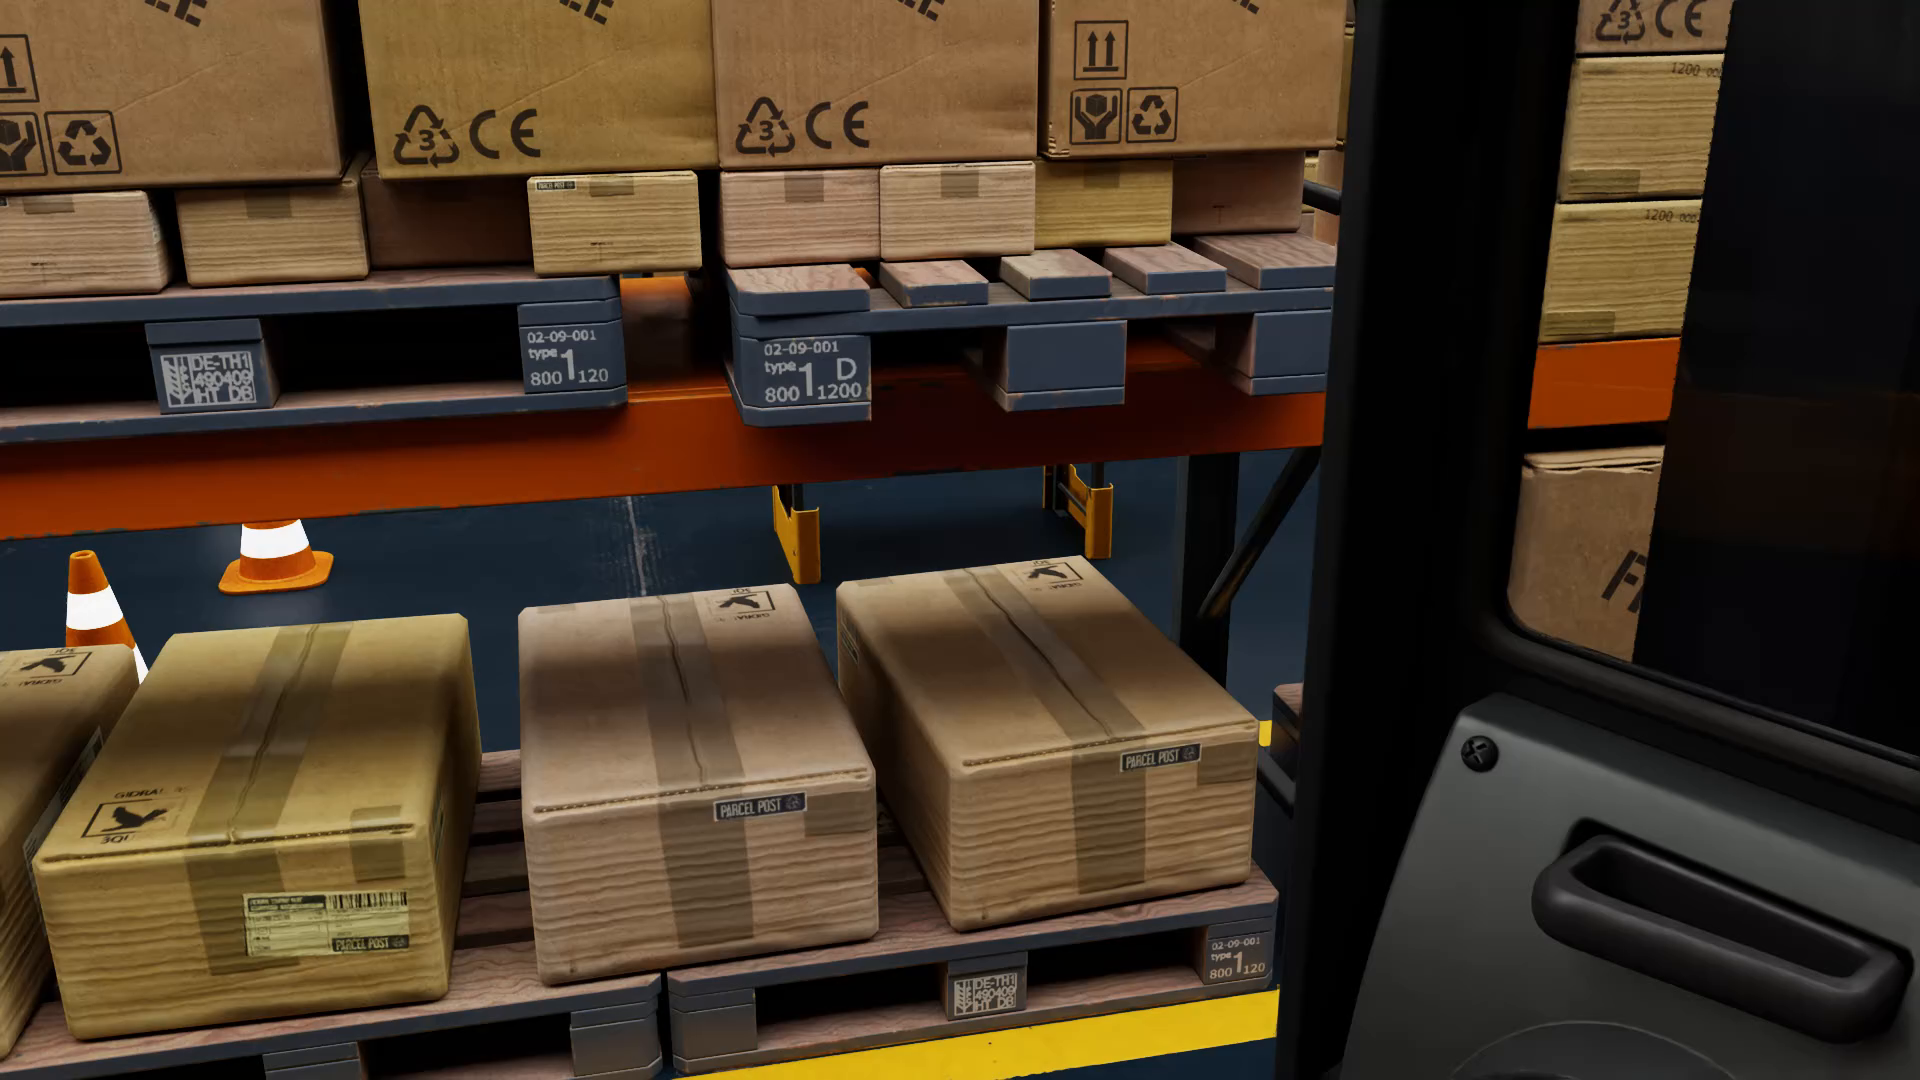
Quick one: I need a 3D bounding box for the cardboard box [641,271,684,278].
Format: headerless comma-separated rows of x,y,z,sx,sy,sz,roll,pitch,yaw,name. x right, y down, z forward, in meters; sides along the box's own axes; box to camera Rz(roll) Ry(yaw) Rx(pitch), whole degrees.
-1.152,-1.458,8.094,0.750,0.750,1.050,-5,21,-13,cardboard box

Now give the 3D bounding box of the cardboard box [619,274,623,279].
-2.002,-1.388,7.902,0.750,0.750,1.050,-4,21,-12,cardboard box

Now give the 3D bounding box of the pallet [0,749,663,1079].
-1.247,0.780,3.379,1.213,0.211,1.003,-5,21,-12,pallet

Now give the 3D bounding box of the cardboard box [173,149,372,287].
-1.056,-0.512,2.605,0.250,0.149,0.380,-5,21,-14,cardboard box

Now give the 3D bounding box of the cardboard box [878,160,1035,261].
-0.046,-0.580,2.793,0.250,0.149,0.380,-5,21,-13,cardboard box

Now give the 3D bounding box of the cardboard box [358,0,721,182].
-0.672,-0.856,2.602,0.500,0.500,0.500,-6,21,-16,cardboard box

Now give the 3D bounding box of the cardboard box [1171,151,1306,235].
0.434,-0.661,3.012,0.250,0.149,0.380,-4,20,-10,cardboard box

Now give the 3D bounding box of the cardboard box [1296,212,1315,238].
1.692,-1.453,8.443,0.500,0.500,0.500,-5,21,-14,cardboard box

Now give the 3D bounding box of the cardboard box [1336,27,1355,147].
1.111,-0.974,3.604,0.500,0.250,0.500,-5,21,-13,cardboard box

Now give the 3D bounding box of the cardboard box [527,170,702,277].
-0.557,-0.537,2.673,0.250,0.149,0.380,-4,21,-12,cardboard box

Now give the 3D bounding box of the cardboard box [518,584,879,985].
-0.570,0.453,3.427,0.625,0.372,0.950,-5,21,-14,cardboard box

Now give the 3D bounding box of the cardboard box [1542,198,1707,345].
1.233,-0.570,3.229,0.500,0.250,0.500,-5,21,-13,cardboard box

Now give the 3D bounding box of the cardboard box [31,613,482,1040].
-1.309,0.511,3.268,0.625,0.372,0.950,-4,20,-11,cardboard box

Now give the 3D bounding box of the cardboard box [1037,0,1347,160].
0.320,-0.941,2.834,0.500,0.500,0.500,-5,21,-14,cardboard box

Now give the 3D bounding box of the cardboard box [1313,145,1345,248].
1.131,-0.743,3.699,0.500,0.250,0.500,-5,21,-14,cardboard box

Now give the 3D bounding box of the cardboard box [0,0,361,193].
-1.203,-0.813,2.485,0.500,0.500,0.500,-6,21,-15,cardboard box

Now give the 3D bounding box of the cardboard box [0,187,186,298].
-1.309,-0.481,2.521,0.250,0.149,0.380,-4,20,-10,cardboard box

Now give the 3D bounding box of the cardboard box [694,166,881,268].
-0.292,-0.563,2.746,0.250,0.149,0.380,-6,21,-15,cardboard box

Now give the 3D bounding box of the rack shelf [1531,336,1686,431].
2.645,-0.507,3.883,4.000,0.370,1.077,-5,21,-12,rack shelf

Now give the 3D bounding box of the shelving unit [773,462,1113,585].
-0.074,-0.698,5.540,1.083,1.500,0.587,-5,21,-12,shelving unit

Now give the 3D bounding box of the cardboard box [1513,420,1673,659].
1.390,0.087,3.694,0.875,0.875,0.875,-5,21,-13,cardboard box

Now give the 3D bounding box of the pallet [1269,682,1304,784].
1.483,0.586,3.908,1.213,0.211,1.003,-5,21,-12,pallet

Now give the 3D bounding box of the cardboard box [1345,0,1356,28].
1.141,-1.331,3.489,0.500,0.500,0.500,-5,21,-14,cardboard box

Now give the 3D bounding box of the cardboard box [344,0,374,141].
-1.302,-0.987,2.960,0.500,0.500,0.500,-5,21,-15,cardboard box

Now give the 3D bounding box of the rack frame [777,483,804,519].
-0.578,-0.657,5.428,0.032,1.500,0.500,-5,21,-12,rack frame

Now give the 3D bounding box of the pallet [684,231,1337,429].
0.029,-0.504,3.109,1.003,0.211,1.213,-5,21,-12,pallet

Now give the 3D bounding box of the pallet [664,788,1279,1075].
-0.062,0.684,3.639,1.213,0.211,1.003,-5,21,-12,pallet

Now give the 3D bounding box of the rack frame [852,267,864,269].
-0.539,-2.335,7.829,0.127,3.000,1.000,-5,21,-12,rack frame

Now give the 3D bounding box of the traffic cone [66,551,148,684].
-2.310,0.255,4.446,0.334,0.463,0.336,-5,21,-12,traffic cone

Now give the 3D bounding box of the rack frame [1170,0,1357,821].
0.698,-0.686,3.327,0.127,3.000,1.000,-5,21,-12,rack frame

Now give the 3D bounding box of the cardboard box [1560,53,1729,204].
1.248,-0.808,3.151,0.500,0.250,0.500,-5,21,-13,cardboard box

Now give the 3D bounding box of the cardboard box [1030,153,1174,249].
0.189,-0.615,2.888,0.250,0.149,0.380,-4,21,-12,cardboard box

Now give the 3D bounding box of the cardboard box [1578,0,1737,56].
1.235,-1.160,3.021,0.500,0.500,0.500,-5,21,-14,cardboard box

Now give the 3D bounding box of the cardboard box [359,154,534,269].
-0.831,-0.559,2.734,0.250,0.149,0.380,-4,21,-12,cardboard box

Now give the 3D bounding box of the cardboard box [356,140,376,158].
-0.975,-0.689,3.090,0.250,0.149,0.380,-4,20,-10,cardboard box

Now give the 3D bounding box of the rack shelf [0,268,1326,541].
-1.248,-0.190,3.019,4.000,0.370,1.077,-5,21,-12,rack shelf

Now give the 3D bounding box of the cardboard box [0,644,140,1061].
-1.986,0.567,3.117,0.625,0.372,0.950,-3,20,-9,cardboard box

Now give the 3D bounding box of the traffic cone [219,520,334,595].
-2.258,-0.103,5.423,0.334,0.463,0.336,-5,21,-12,traffic cone

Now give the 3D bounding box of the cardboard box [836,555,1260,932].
0.146,0.392,3.594,0.625,0.372,0.950,-6,21,-16,cardboard box

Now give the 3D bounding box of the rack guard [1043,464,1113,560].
0.410,-0.151,5.863,0.087,0.250,0.587,-5,21,-12,rack guard

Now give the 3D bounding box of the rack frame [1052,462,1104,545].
0.412,-0.738,5.648,0.032,1.500,0.500,-5,21,-12,rack frame

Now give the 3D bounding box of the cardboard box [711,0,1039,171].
-0.181,-0.896,2.713,0.500,0.500,0.500,-5,21,-13,cardboard box

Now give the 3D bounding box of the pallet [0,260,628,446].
-1.219,-0.426,2.895,1.213,0.211,1.003,-5,21,-12,pallet

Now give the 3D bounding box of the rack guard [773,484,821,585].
-0.559,-0.072,5.648,0.087,0.250,0.587,-5,21,-12,rack guard

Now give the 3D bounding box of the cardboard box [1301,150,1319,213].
1.673,-1.801,8.304,0.500,0.250,0.500,-6,21,-15,cardboard box
